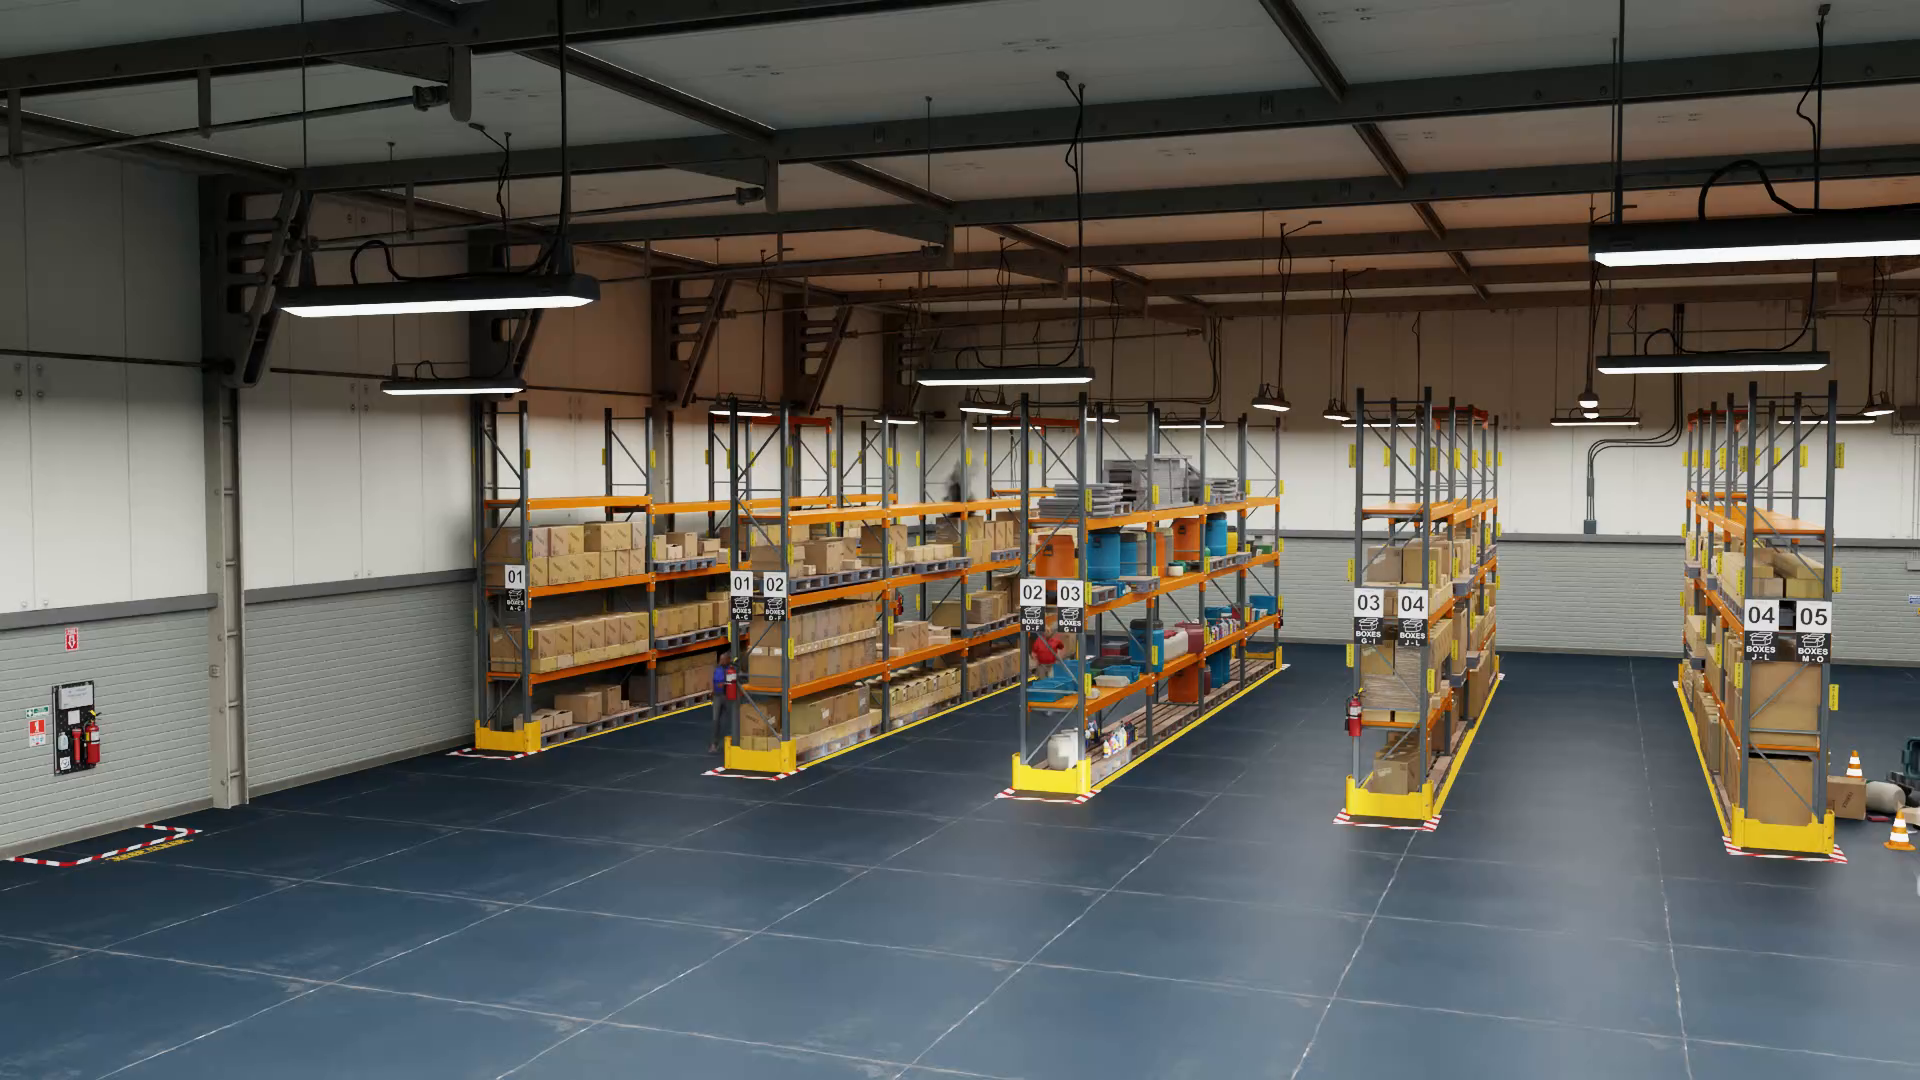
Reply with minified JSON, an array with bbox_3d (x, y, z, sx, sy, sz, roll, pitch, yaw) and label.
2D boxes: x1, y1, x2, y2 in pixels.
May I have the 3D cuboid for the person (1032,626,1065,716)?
[{"bbox_3d":[1.732,2.545,32.807,0.631,1.716,0.943,0,3,10],"label":"person"}]

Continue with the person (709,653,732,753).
[{"bbox_3d":[-4.045,2.764,28.532,0.572,1.653,0.935,1,3,15],"label":"person"}]
